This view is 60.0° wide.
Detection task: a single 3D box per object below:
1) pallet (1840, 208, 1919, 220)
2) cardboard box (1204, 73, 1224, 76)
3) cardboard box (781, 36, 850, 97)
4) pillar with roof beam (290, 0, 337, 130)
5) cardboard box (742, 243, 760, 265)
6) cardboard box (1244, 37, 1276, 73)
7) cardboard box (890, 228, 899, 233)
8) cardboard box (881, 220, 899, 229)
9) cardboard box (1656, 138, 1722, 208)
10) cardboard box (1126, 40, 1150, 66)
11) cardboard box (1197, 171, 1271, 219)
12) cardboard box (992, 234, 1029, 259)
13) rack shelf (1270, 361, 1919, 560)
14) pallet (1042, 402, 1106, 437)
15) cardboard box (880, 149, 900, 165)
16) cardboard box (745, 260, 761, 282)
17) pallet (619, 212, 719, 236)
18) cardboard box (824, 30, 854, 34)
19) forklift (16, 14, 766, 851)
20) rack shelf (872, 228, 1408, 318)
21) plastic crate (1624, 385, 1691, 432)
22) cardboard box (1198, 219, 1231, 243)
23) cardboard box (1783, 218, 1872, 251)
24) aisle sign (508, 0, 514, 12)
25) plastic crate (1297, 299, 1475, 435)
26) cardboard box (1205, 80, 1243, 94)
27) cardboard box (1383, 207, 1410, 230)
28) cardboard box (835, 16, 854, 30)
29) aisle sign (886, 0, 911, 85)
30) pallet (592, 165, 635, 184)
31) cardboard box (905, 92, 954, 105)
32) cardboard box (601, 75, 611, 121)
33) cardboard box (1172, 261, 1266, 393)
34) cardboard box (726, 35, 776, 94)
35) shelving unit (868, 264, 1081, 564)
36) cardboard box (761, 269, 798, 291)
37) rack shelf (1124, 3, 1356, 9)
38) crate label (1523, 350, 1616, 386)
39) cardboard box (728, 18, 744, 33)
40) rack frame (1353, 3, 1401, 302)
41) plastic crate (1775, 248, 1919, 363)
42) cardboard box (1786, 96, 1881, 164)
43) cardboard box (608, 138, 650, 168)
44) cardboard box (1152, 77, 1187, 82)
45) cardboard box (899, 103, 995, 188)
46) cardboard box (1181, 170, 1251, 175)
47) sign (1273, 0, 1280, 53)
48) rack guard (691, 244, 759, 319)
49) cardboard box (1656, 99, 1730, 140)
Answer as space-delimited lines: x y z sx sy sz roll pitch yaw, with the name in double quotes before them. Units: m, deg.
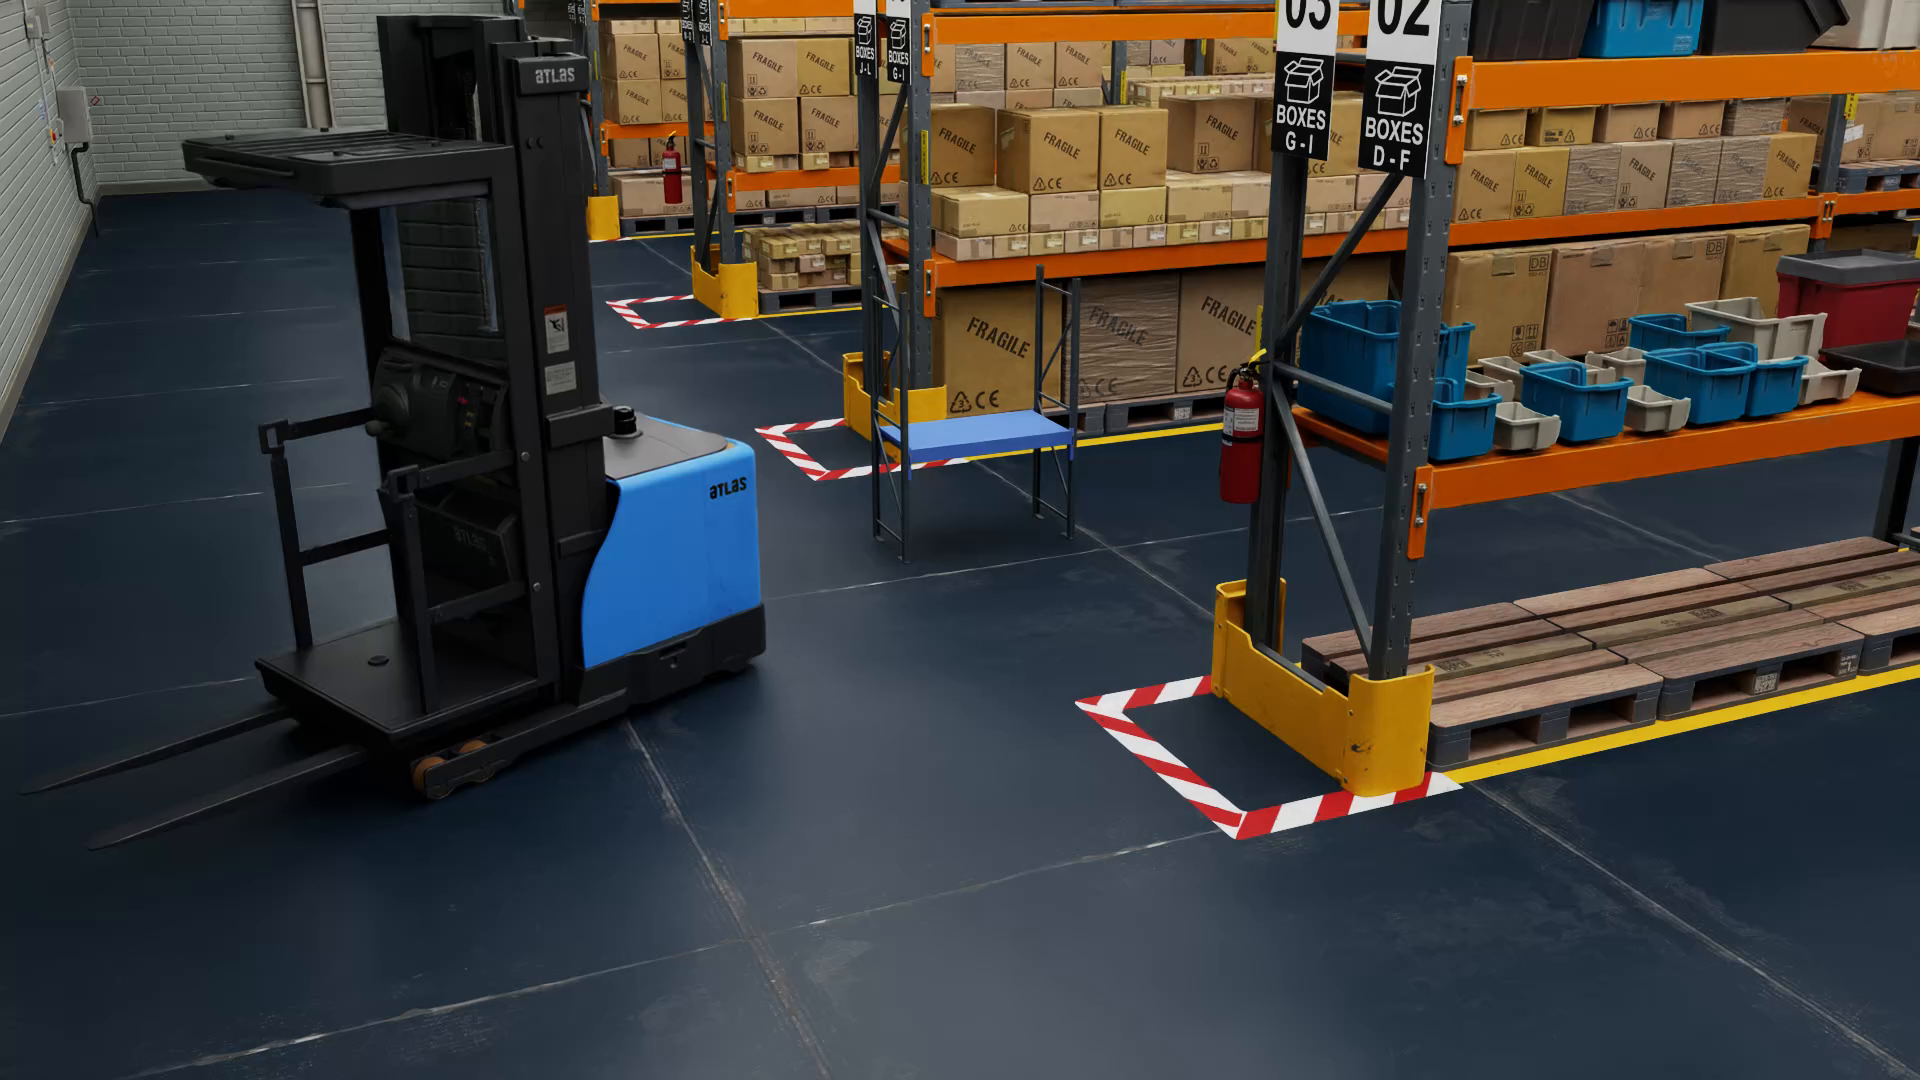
"pallet" 11.682 -4.289 21.384 1.213 0.211 1.003 -8 21 -22
"cardboard box" 3.358 -6.242 22.481 0.250 0.149 0.380 -9 22 -25
"cardboard box" -1.328 -4.334 15.210 0.500 0.500 0.500 -8 21 -20
"pillar with roof beam" -7.456 -8.075 18.905 0.400 9.000 9.100 -8 21 -22
"cardboard box" -1.934 -2.778 16.109 0.250 0.149 0.380 -9 21 -23
"cardboard box" 3.967 -6.622 22.581 0.500 0.500 0.500 -7 21 -19
"cardboard box" -0.489 -2.907 16.025 0.250 0.149 0.380 -8 21 -21
"cardboard box" -0.706 -3.065 16.476 0.250 0.149 0.380 -9 21 -24
"cardboard box" 5.621 -2.928 13.172 0.500 0.500 0.500 -9 21 -24
"cardboard box" 2.147 -6.478 21.747 0.500 0.500 0.500 -8 21 -21
"cardboard box" 1.995 -2.424 11.668 0.500 0.250 0.500 -8 21 -21
"cardboard box" 0.258 -1.964 10.962 0.250 0.149 0.380 -8 21 -23
"rack shelf" 3.364 -0.516 7.553 4.000 0.370 1.077 -8 21 -22
"pallet" 0.269 -0.916 11.806 1.213 0.211 1.003 -8 21 -22
"cardboard box" -0.713 -3.645 15.737 0.250 0.149 0.380 -9 21 -23
"cardboard box" -1.905 -2.614 16.091 0.250 0.149 0.380 -8 21 -21
"pallet" -3.656 -3.938 20.389 1.213 0.211 1.003 -8 21 -22
"cardboard box" -1.479 -5.959 20.273 0.500 0.500 0.500 -8 21 -23
"forklift" -2.268 -0.542 6.650 1.130 2.935 3.031 16 25 39
"rack shelf" 1.403 -2.026 11.843 4.000 0.370 1.077 -8 21 -22
"plastic crate" 2.835 -0.534 6.829 0.298 0.136 0.250 -8 21 -22
"cardboard box" 1.675 -2.168 11.540 0.250 0.149 0.380 -8 21 -21
"cardboard box" 7.515 -2.634 14.459 0.500 0.250 0.500 -7 21 -20
"aisle sign" -6.275 -7.765 23.145 0.004 0.787 0.394 -8 21 -22
"plastic crate" 1.761 -0.738 6.958 0.499 0.435 0.616 -8 21 -22
"cardboard box" 2.631 -4.530 16.720 0.250 0.149 0.380 -8 21 -23
"cardboard box" 3.089 -2.370 12.115 0.250 0.149 0.380 -8 21 -22
"cardboard box" -1.361 -6.306 20.283 0.250 0.149 0.380 -8 21 -22
"aisle sign" -0.381 -3.228 10.258 0.004 0.787 0.394 -8 21 -22
"pallet" -5.527 -5.437 24.647 1.213 0.211 1.003 -8 21 -22
"cardboard box" -0.382 -3.998 15.762 0.500 0.500 0.500 -9 21 -23
"cardboard box" -4.021 -5.316 19.952 0.500 0.500 0.500 -8 21 -22
"cardboard box" 1.775 -1.644 12.240 0.875 0.875 0.875 -8 21 -22
"cardboard box" -1.984 -4.423 15.464 0.500 0.500 0.500 -9 21 -23
"shelving unit" 0.078 -0.719 9.305 1.048 1.500 0.538 -8 21 -22
"cardboard box" -1.698 -2.453 15.632 0.250 0.149 0.380 -8 21 -21
"rack shelf" 3.204 -5.493 17.173 4.000 0.370 1.077 -8 21 -22
"crate label" 2.723 -0.736 7.403 0.243 0.136 0.396 -8 21 -22
"cardboard box" -2.727 -6.078 19.634 0.250 0.149 0.380 -8 21 -21
"rack frame" 3.239 -2.629 12.471 0.127 3.000 1.000 -8 21 -22
"plastic crate" 4.282 -1.136 8.044 0.583 0.464 0.402 -8 21 -22
"cardboard box" 7.392 -3.483 14.115 0.500 0.500 0.500 -11 22 -29
"cardboard box" -4.929 -5.809 24.634 0.500 0.500 0.700 -7 21 -20
"cardboard box" 2.143 -4.696 17.193 0.250 0.149 0.380 -9 21 -24
"cardboard box" -0.091 -2.670 11.237 0.500 0.500 0.500 -8 21 -21
"cardboard box" 1.772 -2.582 12.118 0.500 0.250 0.500 -8 21 -21
"sign" 1.295 -2.123 6.676 0.005 0.325 0.100 -8 21 -22
"rack guard" -2.236 -2.459 15.753 0.348 0.500 1.175 -8 21 -22
"cardboard box" 5.635 -3.499 13.282 0.637 0.503 0.797 -8 21 -21
